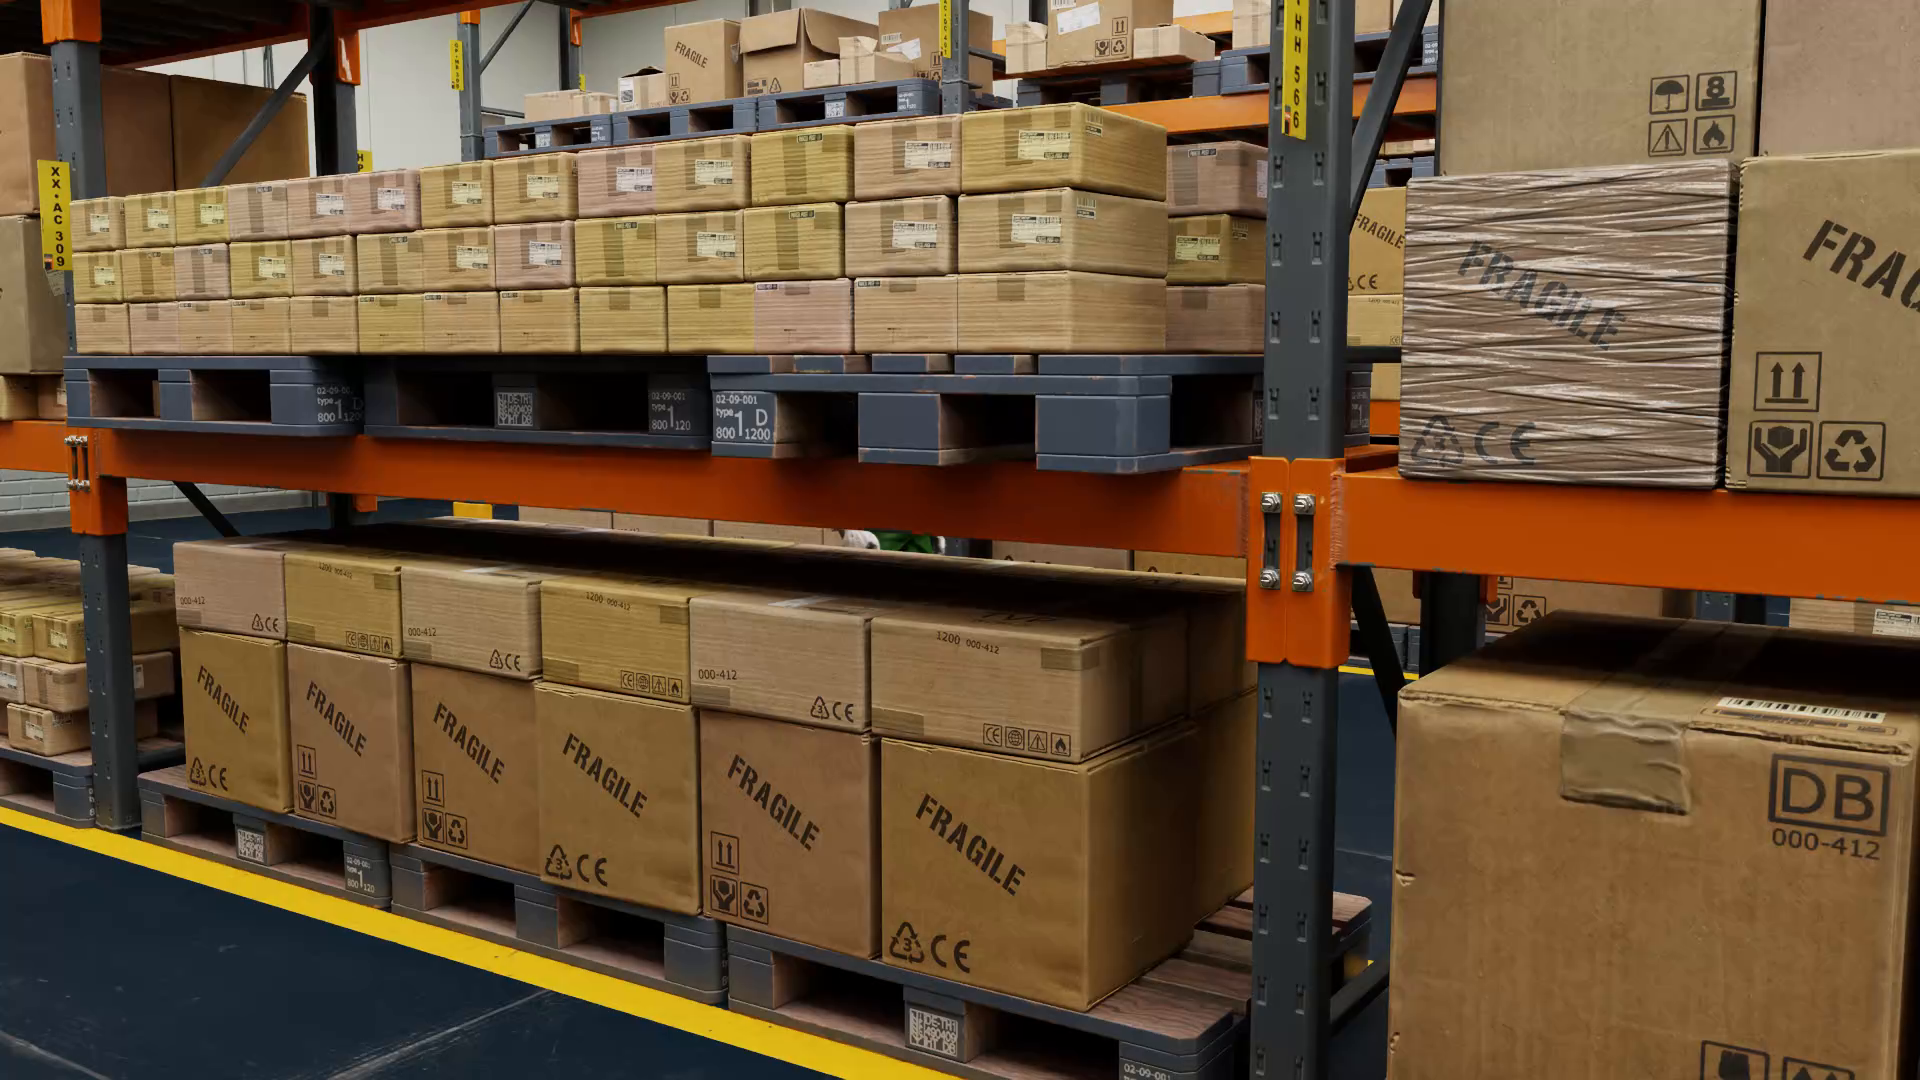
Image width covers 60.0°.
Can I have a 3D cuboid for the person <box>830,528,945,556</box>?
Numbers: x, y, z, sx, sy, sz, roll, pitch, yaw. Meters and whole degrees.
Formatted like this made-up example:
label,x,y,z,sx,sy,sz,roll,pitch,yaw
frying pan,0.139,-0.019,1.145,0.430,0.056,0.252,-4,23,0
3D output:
label,x,y,z,sx,sy,sz,roll,pitch,yaw
person,-0.241,-0.035,5.976,0.453,1.778,0.616,4,7,30
